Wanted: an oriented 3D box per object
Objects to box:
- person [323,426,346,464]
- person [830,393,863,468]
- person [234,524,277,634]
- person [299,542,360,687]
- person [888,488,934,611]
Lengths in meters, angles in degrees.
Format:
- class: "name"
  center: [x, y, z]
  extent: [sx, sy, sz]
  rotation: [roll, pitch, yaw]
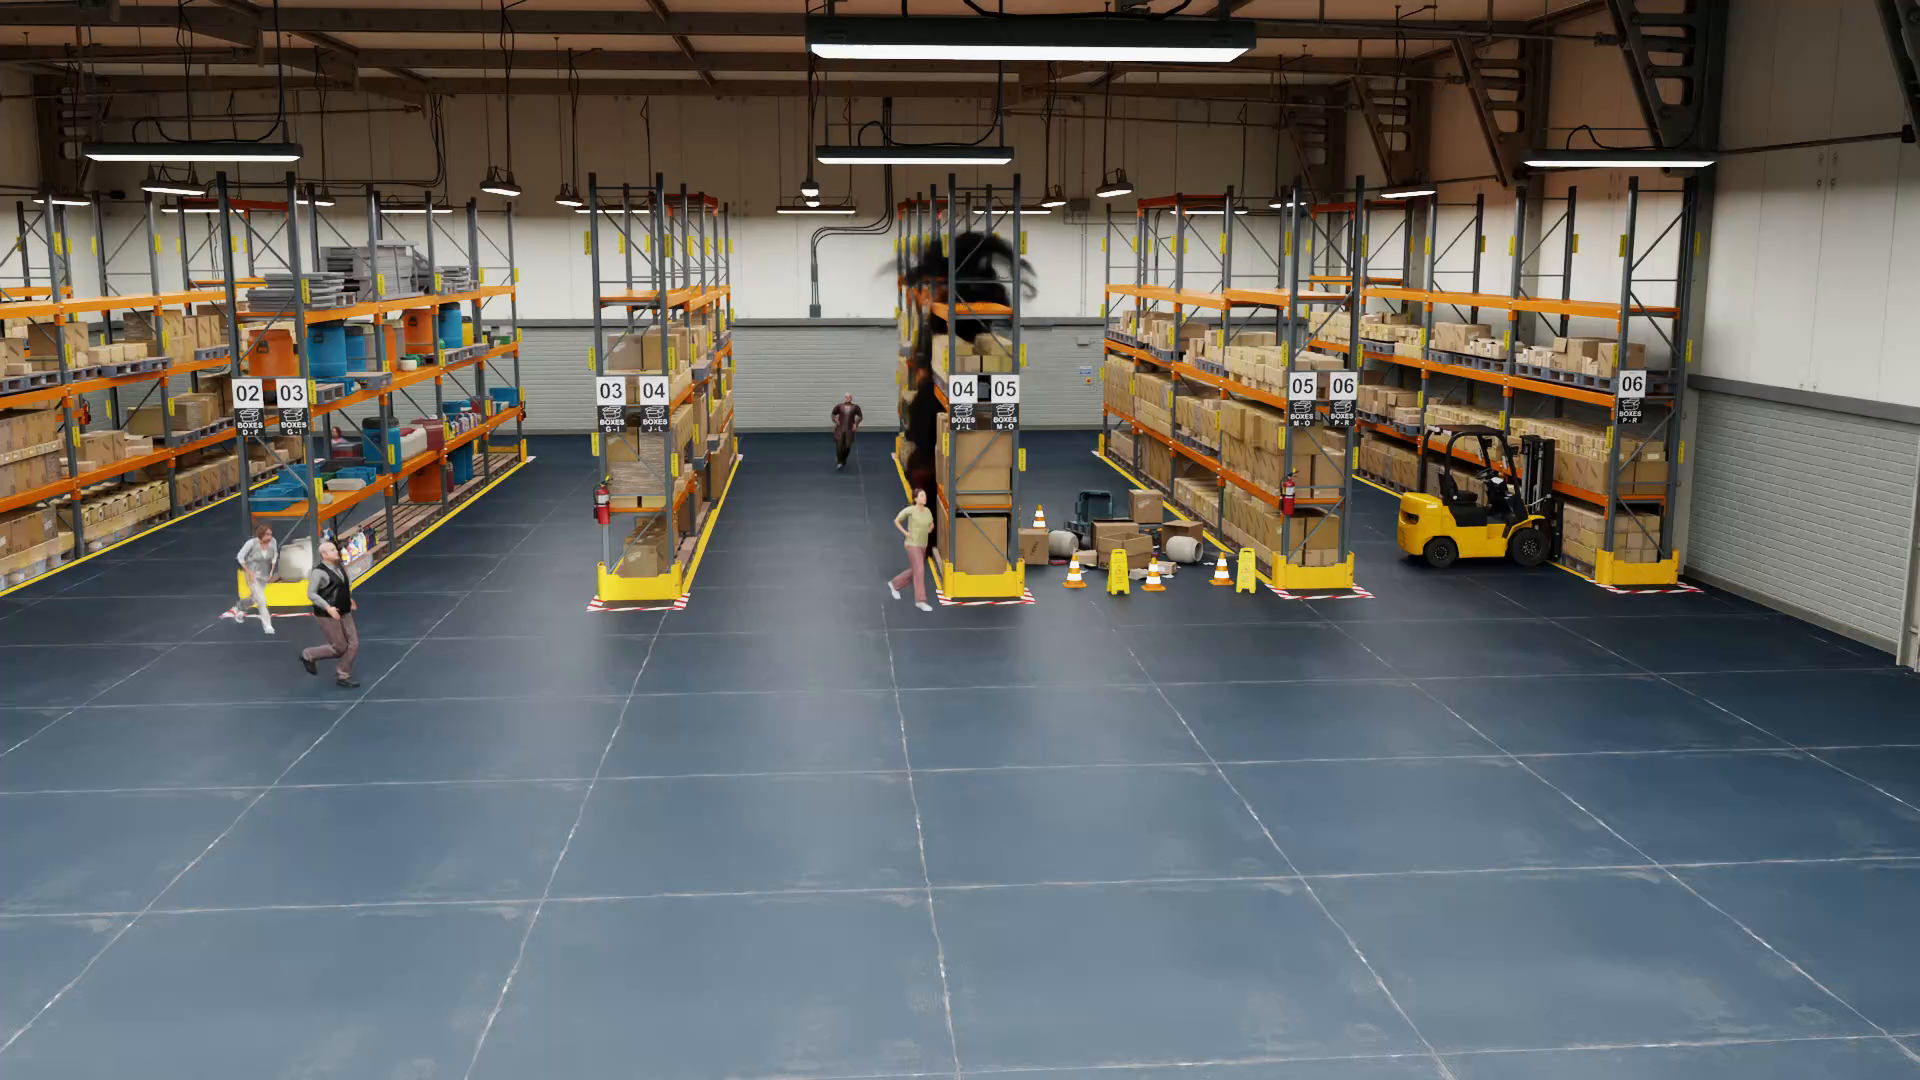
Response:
- class: "person"
  center: [-12.006, -1.394, 31.991]
  extent: [0.500, 1.607, 0.676]
  rotation: [-2, 10, -12]
- class: "person"
  center: [-2.585, -2.491, 37.874]
  extent: [0.732, 1.725, 0.672]
  rotation: [0, 10, 0]
- class: "person"
  center: [-9.276, 0.484, 21.861]
  extent: [0.938, 1.477, 0.514]
  rotation: [8, 13, 39]
- class: "person"
  center: [-7.241, 0.857, 19.089]
  extent: [0.674, 1.690, 0.647]
  rotation: [2, 10, 12]
- class: "person"
  center: [-0.606, 0.096, 23.289]
  extent: [0.883, 1.672, 0.592]
  rotation: [10, 14, 44]
